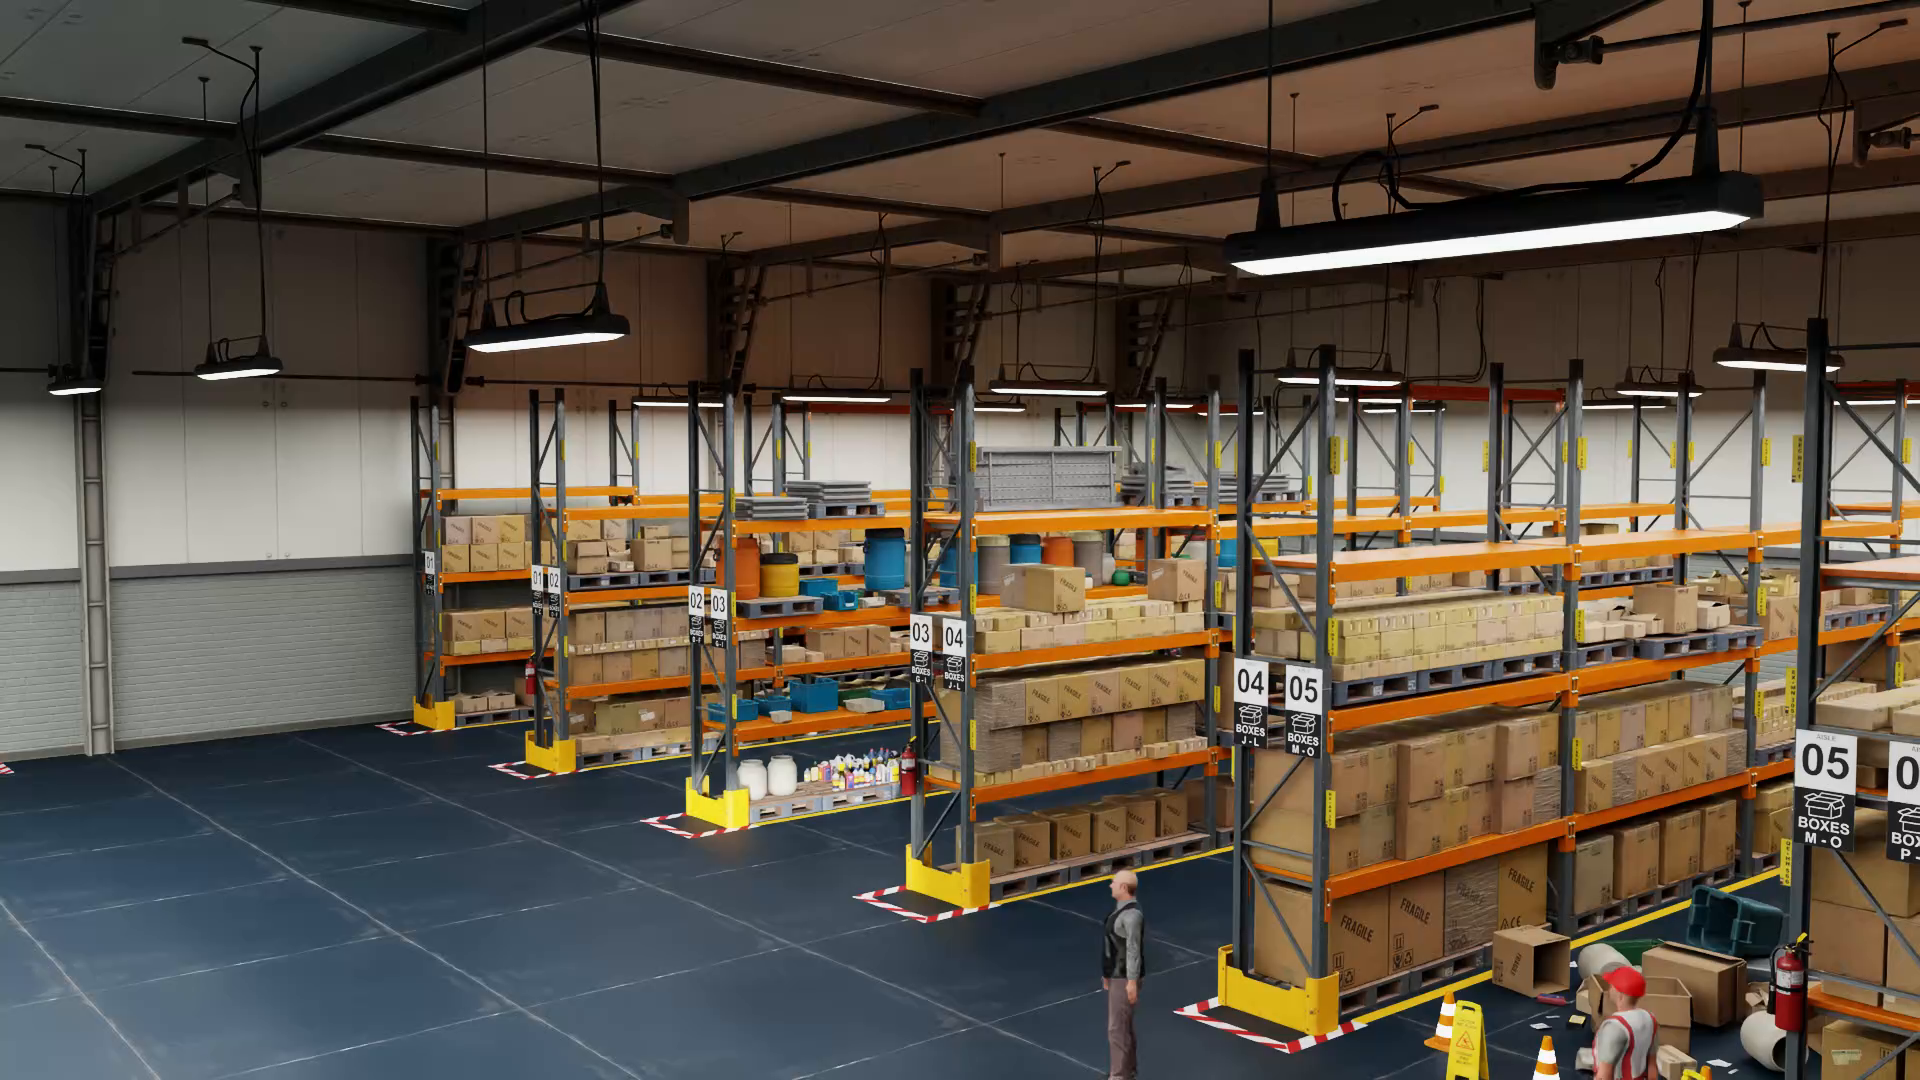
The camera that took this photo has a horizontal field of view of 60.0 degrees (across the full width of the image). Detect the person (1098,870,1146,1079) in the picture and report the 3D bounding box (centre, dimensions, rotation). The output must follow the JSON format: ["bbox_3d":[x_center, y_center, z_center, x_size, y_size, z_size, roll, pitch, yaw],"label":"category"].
[{"bbox_3d":[1.254,3.517,13.291,0.449,1.733,0.627,0,3,1],"label":"person"}]

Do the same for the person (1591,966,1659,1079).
[{"bbox_3d":[4.290,3.646,10.774,0.870,1.775,0.515,2,4,32],"label":"person"}]
